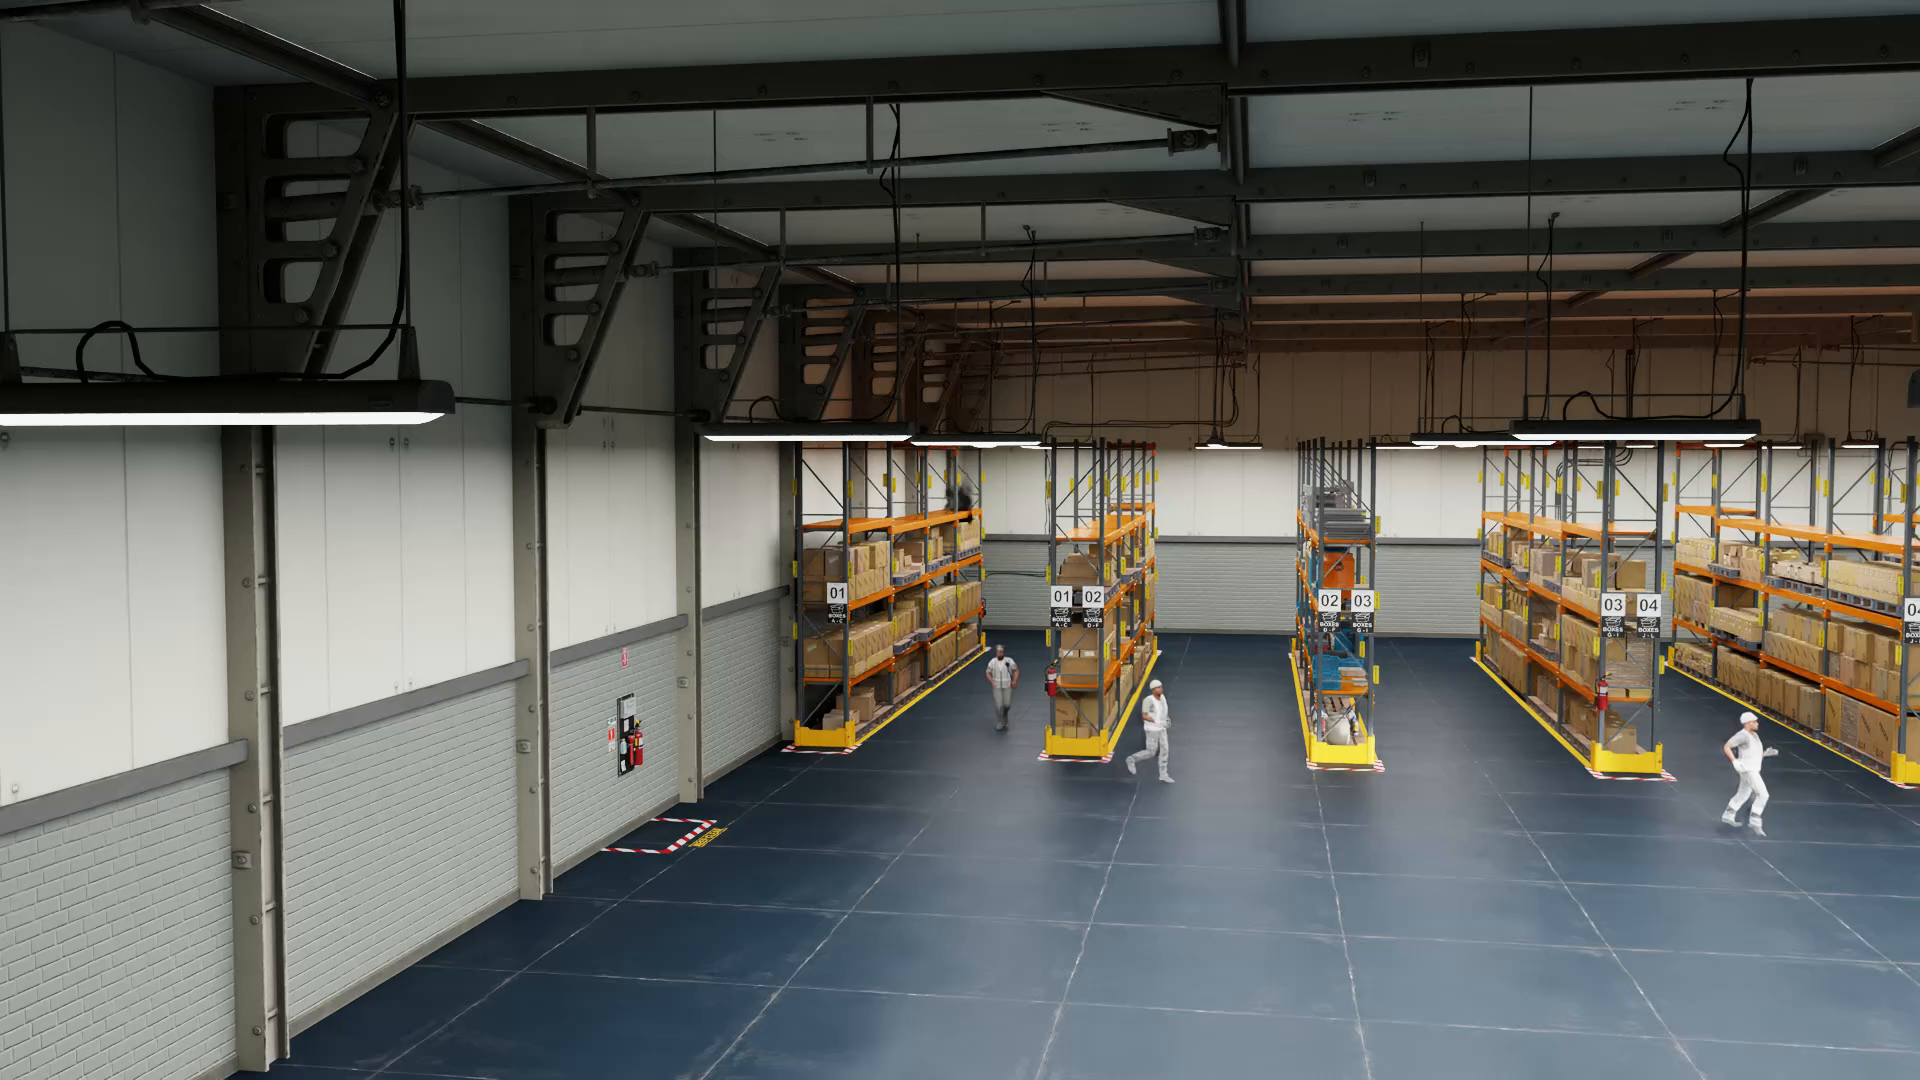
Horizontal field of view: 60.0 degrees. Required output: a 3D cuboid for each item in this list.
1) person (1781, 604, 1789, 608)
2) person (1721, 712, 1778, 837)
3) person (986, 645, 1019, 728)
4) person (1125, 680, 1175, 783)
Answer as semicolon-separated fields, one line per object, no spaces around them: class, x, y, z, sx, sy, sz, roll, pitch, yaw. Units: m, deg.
person;22.817;2.547;45.343;0.908;1.633;0.573;0;3;0
person;11.833;3.505;24.939;0.774;1.846;0.643;2;4;37
person;0.866;3.033;34.378;0.674;1.746;0.541;0;3;4
person;3.360;3.312;28.961;0.911;1.779;0.691;3;4;40
